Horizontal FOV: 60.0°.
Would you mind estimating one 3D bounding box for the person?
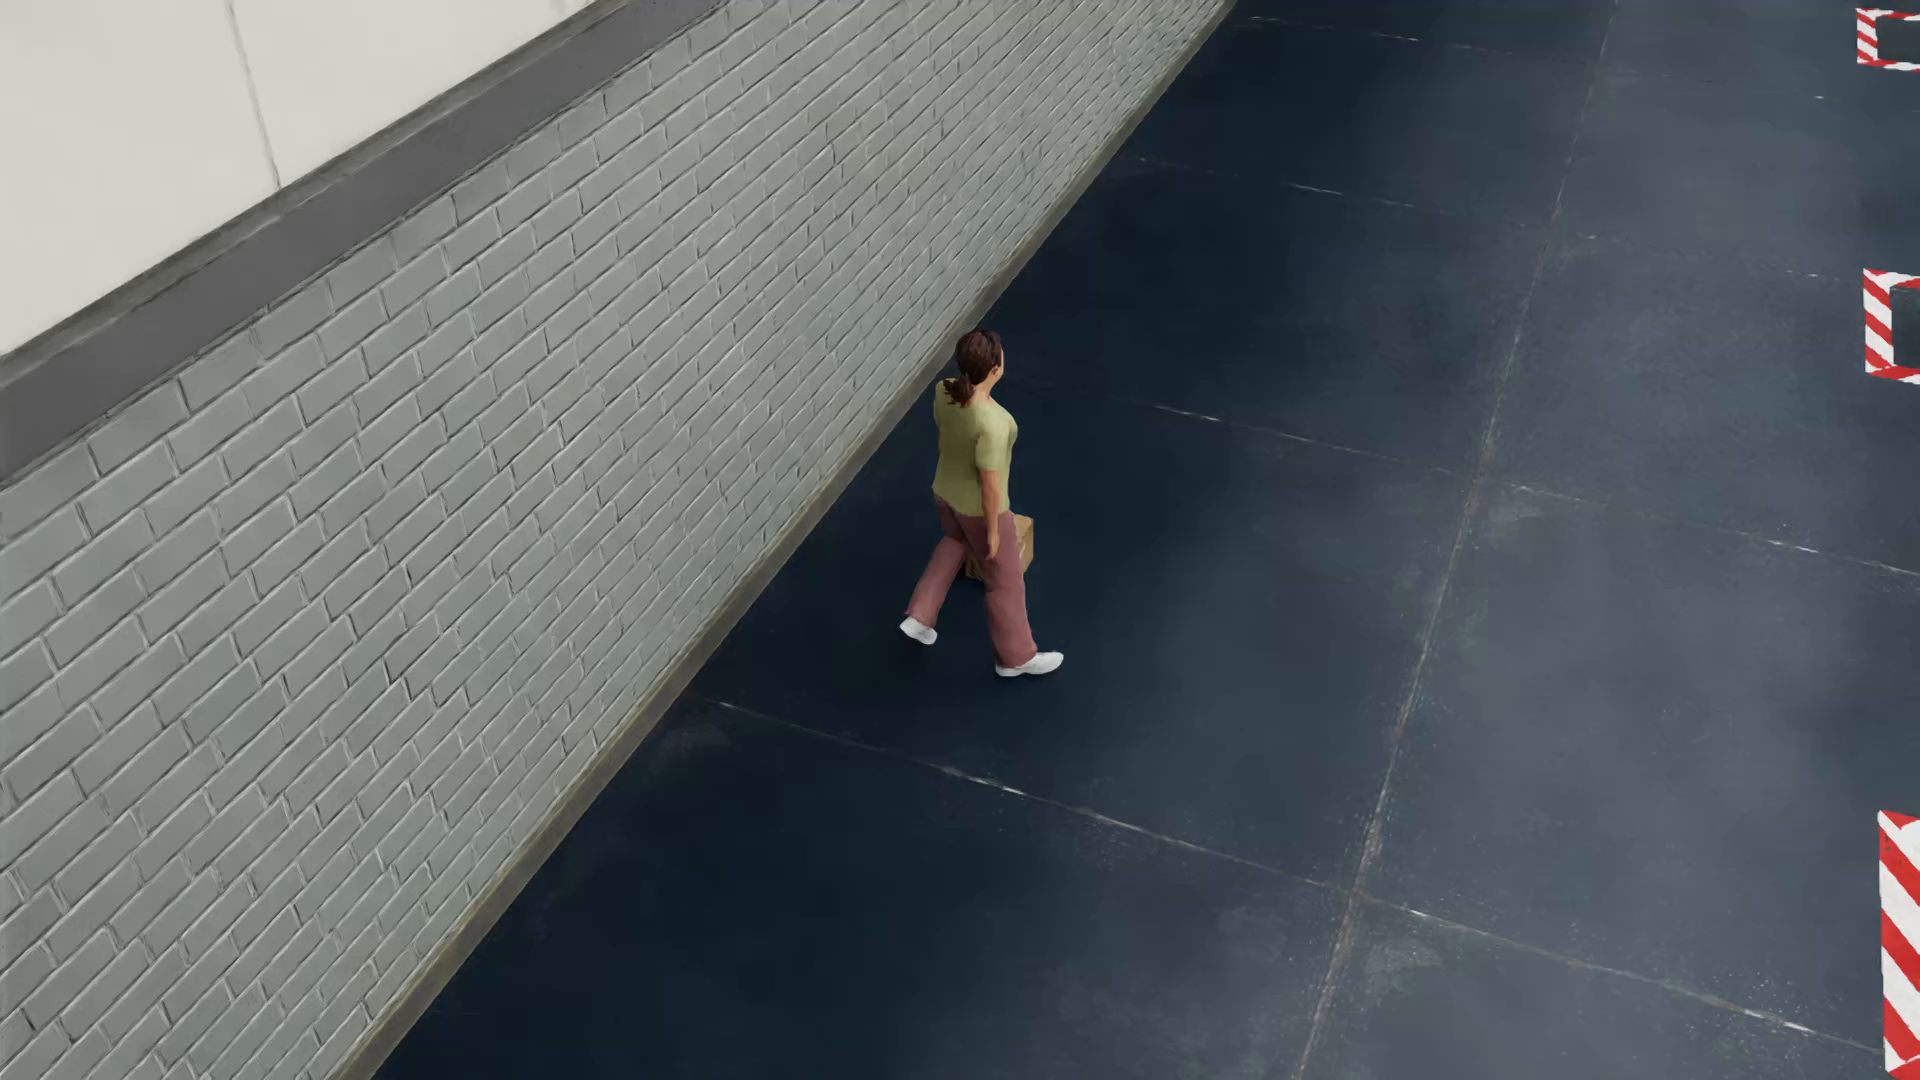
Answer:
[{"bbox_3d":[0.054,-0.105,6.968,0.597,1.622,0.601,-27,45,-31],"label":"person"}]
